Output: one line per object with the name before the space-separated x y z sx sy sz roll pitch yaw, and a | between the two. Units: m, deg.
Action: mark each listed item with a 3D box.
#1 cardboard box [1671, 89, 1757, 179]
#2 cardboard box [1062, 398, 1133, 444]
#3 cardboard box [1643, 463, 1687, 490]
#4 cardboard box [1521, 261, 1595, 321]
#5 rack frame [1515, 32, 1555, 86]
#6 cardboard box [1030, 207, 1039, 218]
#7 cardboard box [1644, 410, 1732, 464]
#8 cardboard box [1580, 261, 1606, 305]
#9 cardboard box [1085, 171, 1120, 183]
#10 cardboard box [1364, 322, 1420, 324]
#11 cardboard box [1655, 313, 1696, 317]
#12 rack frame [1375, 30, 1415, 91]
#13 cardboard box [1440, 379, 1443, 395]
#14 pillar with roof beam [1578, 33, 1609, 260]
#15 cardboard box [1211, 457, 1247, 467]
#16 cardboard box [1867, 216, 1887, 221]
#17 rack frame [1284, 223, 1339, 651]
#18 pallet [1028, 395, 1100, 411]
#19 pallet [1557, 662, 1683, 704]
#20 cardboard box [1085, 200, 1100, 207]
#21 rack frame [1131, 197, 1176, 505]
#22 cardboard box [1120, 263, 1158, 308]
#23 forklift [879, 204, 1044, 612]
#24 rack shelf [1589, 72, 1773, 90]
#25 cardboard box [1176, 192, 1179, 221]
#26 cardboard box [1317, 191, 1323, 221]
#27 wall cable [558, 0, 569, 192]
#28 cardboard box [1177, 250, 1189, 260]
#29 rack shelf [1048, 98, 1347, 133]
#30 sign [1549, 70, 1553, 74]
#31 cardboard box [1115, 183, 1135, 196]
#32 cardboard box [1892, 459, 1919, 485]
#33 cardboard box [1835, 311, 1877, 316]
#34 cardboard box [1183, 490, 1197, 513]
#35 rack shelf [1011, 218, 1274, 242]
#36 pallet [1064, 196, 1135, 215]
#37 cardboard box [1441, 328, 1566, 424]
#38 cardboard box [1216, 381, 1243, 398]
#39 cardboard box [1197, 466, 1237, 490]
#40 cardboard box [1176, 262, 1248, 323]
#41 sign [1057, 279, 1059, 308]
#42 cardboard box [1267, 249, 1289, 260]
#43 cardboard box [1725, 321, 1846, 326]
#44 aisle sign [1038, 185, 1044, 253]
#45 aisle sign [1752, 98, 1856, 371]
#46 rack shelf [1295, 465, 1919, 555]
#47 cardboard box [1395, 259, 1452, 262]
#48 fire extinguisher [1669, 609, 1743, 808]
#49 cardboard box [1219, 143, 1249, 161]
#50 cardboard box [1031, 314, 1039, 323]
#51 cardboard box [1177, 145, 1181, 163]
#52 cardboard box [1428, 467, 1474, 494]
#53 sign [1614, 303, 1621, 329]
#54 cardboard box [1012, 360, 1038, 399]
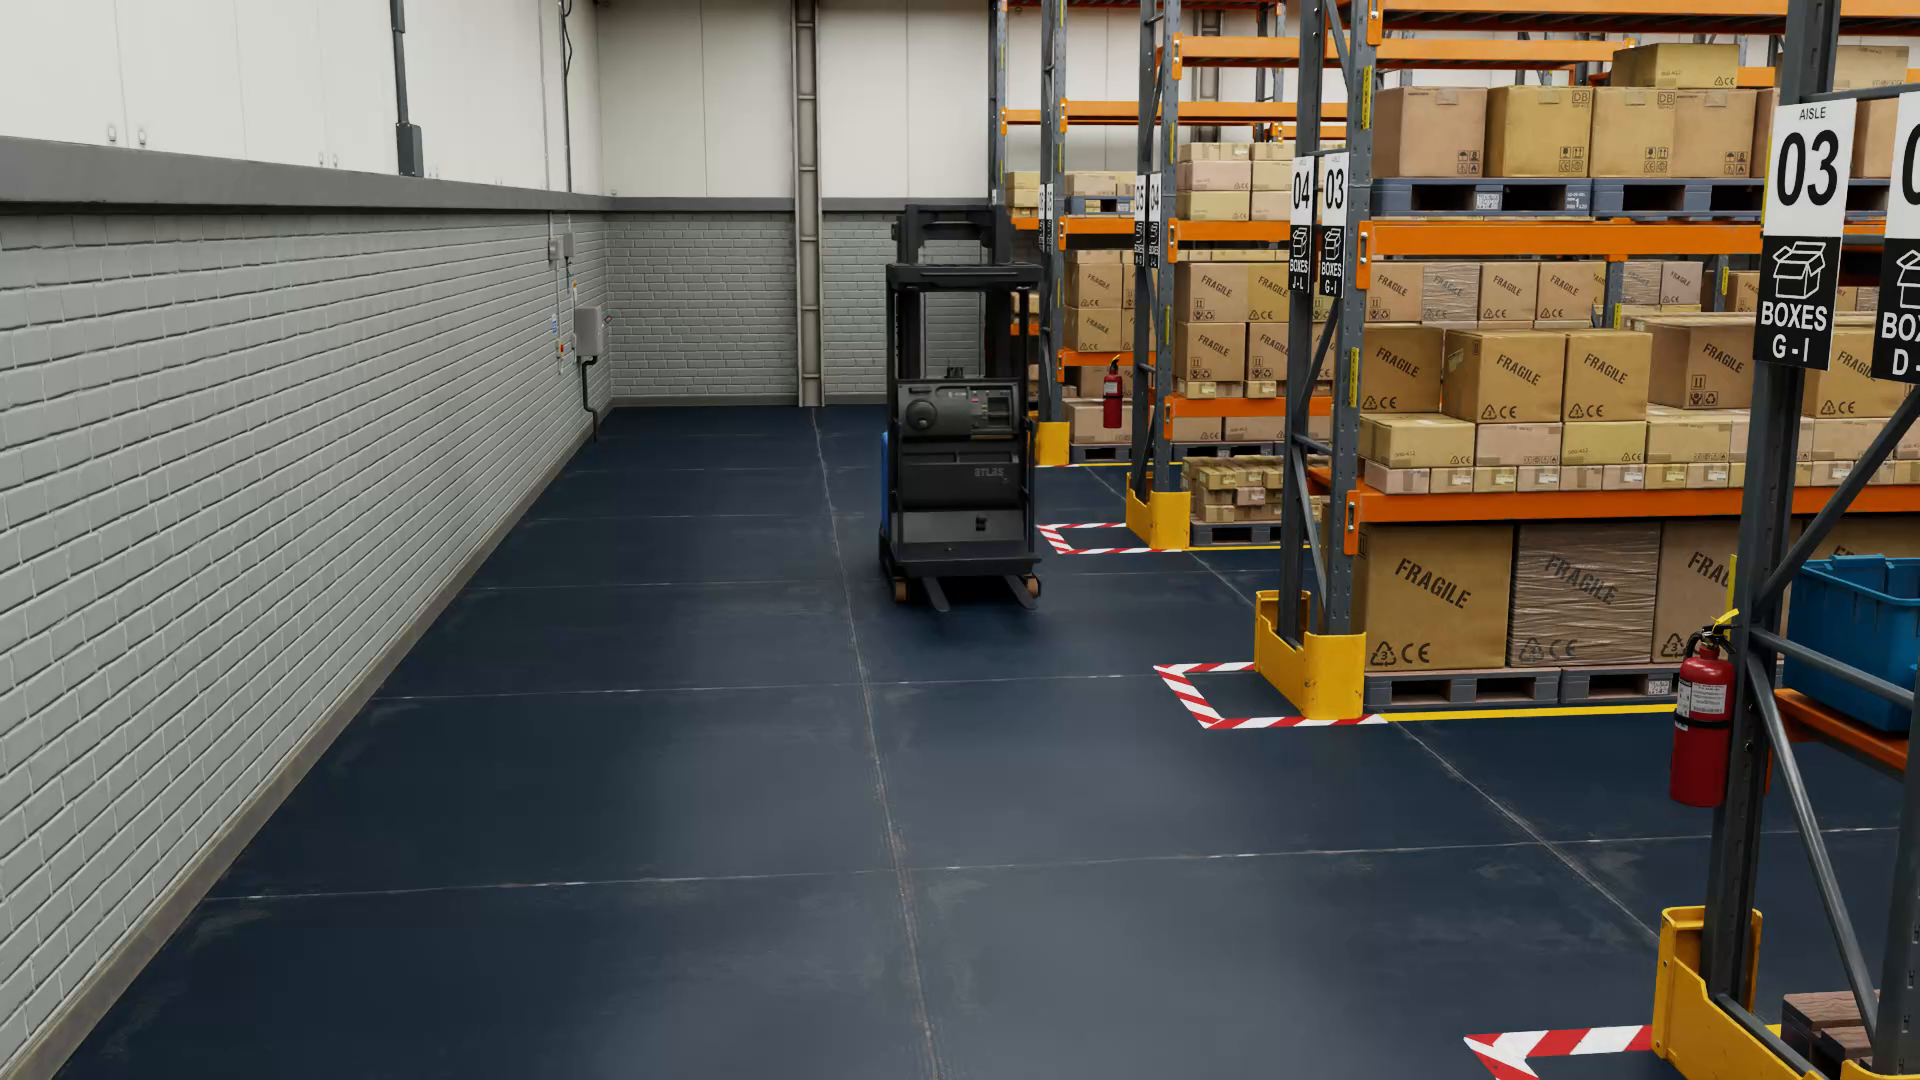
cardboard box | 4.269 -2.384 9.837 0.500 0.500 0.700 -1 11 -4
cardboard box | 1.709 -1.429 19.914 0.875 0.438 0.875 -2 11 -8
cardboard box | 4.051 -0.400 9.778 0.250 0.149 0.380 -1 11 -8
cardboard box | 5.237 -2.207 14.698 0.500 0.500 0.500 -2 11 -8
rack frame | 8.477 -6.509 24.651 0.127 3.000 1.000 -1 11 -6
cardboard box | 1.123 -4.720 23.977 0.250 0.149 0.380 -1 11 -5
cardboard box | 4.174 -0.611 9.818 0.500 0.250 0.500 -1 11 -7
cardboard box | 7.527 -3.071 19.863 0.500 0.500 0.500 -1 11 -6
cardboard box | 1.997 -5.170 23.934 0.500 0.250 0.500 -1 11 -7
cardboard box | 3.698 -1.687 14.643 0.500 0.500 0.500 -1 11 -8
cardboard box | 6.577 -2.015 15.360 0.250 0.149 0.380 -2 11 -8
rack frame | 5.040 -5.474 19.386 0.127 3.000 1.000 -1 11 -6
cardboard box | 4.115 -1.382 14.772 0.250 0.149 0.380 -1 11 -7
pillar with roof beam | 10.140 -5.884 21.469 0.548 9.000 9.100 -1 11 -6
cardboard box | 2.453 -0.653 15.173 0.250 0.149 0.380 -1 11 -5
cardboard box | 8.118 -3.104 14.848 0.500 0.500 0.500 -1 11 -6
rack frame | 2.133 -0.547 9.877 0.053 2.616 0.949 -1 11 -6
pallet | 1.392 -2.049 24.744 1.213 0.211 1.003 -1 11 -6
pallet | 4.130 0.765 10.430 1.213 0.211 1.003 -1 11 -6
cardboard box | 2.007 -4.923 23.975 0.500 0.250 0.500 -2 11 -8
rack frame | 1.698 -1.500 14.722 0.127 3.000 1.000 -1 11 -6
cardboard box | 2.084 -2.954 19.269 0.500 0.500 0.500 -2 11 -8
forklift | 0.015 -1.033 12.526 1.130 2.935 3.031 -1 11 -7
rack shelf | 7.663 -4.115 14.869 3.809 0.124 0.919 -1 11 -6
cardboard box | 2.122 -2.959 14.754 0.500 0.250 0.500 -1 11 -7
cardboard box | 3.207 -2.882 14.364 0.500 0.250 0.500 -2 11 -8
wall cable | -4.640 -5.363 18.818 0.029 3.000 2.355 -1 11 -6
cardboard box | 2.485 -3.287 19.277 0.250 0.149 0.380 -1 11 -6
rack shelf | 3.052 -4.883 19.282 4.000 0.370 1.077 -1 11 -6
sign | 8.545 -6.903 24.025 0.005 0.325 0.100 -1 11 -6
cardboard box | 1.909 -4.102 19.483 0.250 0.149 0.380 -2 11 -10
cardboard box | 5.586 -0.432 9.942 0.250 0.149 0.380 -1 11 -5
cardboard box | 8.397 -2.053 15.556 0.250 0.149 0.380 -2 11 -8
cardboard box | 2.199 -0.358 15.216 0.250 0.149 0.380 -1 11 -5
rack shelf | 2.512 -4.560 24.374 4.000 0.370 1.077 -1 11 -6
pallet | 1.800 -3.893 19.348 1.213 0.211 1.003 -1 11 -6
cardboard box | 3.137 -0.956 9.627 0.500 0.500 0.500 -1 11 -7
cardboard box | 2.304 -1.334 14.529 0.250 0.149 0.380 -1 11 -4
cardboard box | 2.256 -0.545 14.624 0.250 0.149 0.380 -2 11 -9
cardboard box | 2.173 -2.144 14.376 0.500 0.500 0.500 -1 11 -6
sign | 1.117 -2.804 18.907 0.005 0.325 0.100 -1 11 -6
cardboard box | 3.751 -3.312 19.408 0.250 0.149 0.380 -1 11 -7
cardboard box | 5.116 -1.101 10.365 0.500 0.500 0.500 -1 11 -6
aisle sign | 0.958 -3.781 19.584 0.004 0.787 0.394 -1 11 -6
aisle sign | 2.565 -0.927 5.069 0.004 0.787 0.394 -1 11 -6
rack shelf | 4.122 -0.235 10.155 4.000 0.370 1.077 -1 11 -6
cardboard box | 4.182 -2.288 15.108 0.500 0.500 0.500 -1 11 -5
fire extinguisher | 2.469 0.540 5.513 0.183 0.674 0.296 -1 11 -6
cardboard box | 2.300 -3.304 14.183 0.250 0.149 0.380 -1 11 -4
cardboard box | 1.128 -3.244 24.245 0.250 0.149 0.380 -1 11 -5
cardboard box | 1.997 -3.403 14.683 0.250 0.149 0.380 -1 11 -7
cardboard box | 2.777 -0.373 9.642 0.250 0.149 0.380 -1 11 -7
sign | 5.741 -1.904 14.534 0.005 0.325 0.100 -1 11 -6
cardboard box | 1.142 -2.375 24.555 0.637 0.503 0.797 -2 11 -8
